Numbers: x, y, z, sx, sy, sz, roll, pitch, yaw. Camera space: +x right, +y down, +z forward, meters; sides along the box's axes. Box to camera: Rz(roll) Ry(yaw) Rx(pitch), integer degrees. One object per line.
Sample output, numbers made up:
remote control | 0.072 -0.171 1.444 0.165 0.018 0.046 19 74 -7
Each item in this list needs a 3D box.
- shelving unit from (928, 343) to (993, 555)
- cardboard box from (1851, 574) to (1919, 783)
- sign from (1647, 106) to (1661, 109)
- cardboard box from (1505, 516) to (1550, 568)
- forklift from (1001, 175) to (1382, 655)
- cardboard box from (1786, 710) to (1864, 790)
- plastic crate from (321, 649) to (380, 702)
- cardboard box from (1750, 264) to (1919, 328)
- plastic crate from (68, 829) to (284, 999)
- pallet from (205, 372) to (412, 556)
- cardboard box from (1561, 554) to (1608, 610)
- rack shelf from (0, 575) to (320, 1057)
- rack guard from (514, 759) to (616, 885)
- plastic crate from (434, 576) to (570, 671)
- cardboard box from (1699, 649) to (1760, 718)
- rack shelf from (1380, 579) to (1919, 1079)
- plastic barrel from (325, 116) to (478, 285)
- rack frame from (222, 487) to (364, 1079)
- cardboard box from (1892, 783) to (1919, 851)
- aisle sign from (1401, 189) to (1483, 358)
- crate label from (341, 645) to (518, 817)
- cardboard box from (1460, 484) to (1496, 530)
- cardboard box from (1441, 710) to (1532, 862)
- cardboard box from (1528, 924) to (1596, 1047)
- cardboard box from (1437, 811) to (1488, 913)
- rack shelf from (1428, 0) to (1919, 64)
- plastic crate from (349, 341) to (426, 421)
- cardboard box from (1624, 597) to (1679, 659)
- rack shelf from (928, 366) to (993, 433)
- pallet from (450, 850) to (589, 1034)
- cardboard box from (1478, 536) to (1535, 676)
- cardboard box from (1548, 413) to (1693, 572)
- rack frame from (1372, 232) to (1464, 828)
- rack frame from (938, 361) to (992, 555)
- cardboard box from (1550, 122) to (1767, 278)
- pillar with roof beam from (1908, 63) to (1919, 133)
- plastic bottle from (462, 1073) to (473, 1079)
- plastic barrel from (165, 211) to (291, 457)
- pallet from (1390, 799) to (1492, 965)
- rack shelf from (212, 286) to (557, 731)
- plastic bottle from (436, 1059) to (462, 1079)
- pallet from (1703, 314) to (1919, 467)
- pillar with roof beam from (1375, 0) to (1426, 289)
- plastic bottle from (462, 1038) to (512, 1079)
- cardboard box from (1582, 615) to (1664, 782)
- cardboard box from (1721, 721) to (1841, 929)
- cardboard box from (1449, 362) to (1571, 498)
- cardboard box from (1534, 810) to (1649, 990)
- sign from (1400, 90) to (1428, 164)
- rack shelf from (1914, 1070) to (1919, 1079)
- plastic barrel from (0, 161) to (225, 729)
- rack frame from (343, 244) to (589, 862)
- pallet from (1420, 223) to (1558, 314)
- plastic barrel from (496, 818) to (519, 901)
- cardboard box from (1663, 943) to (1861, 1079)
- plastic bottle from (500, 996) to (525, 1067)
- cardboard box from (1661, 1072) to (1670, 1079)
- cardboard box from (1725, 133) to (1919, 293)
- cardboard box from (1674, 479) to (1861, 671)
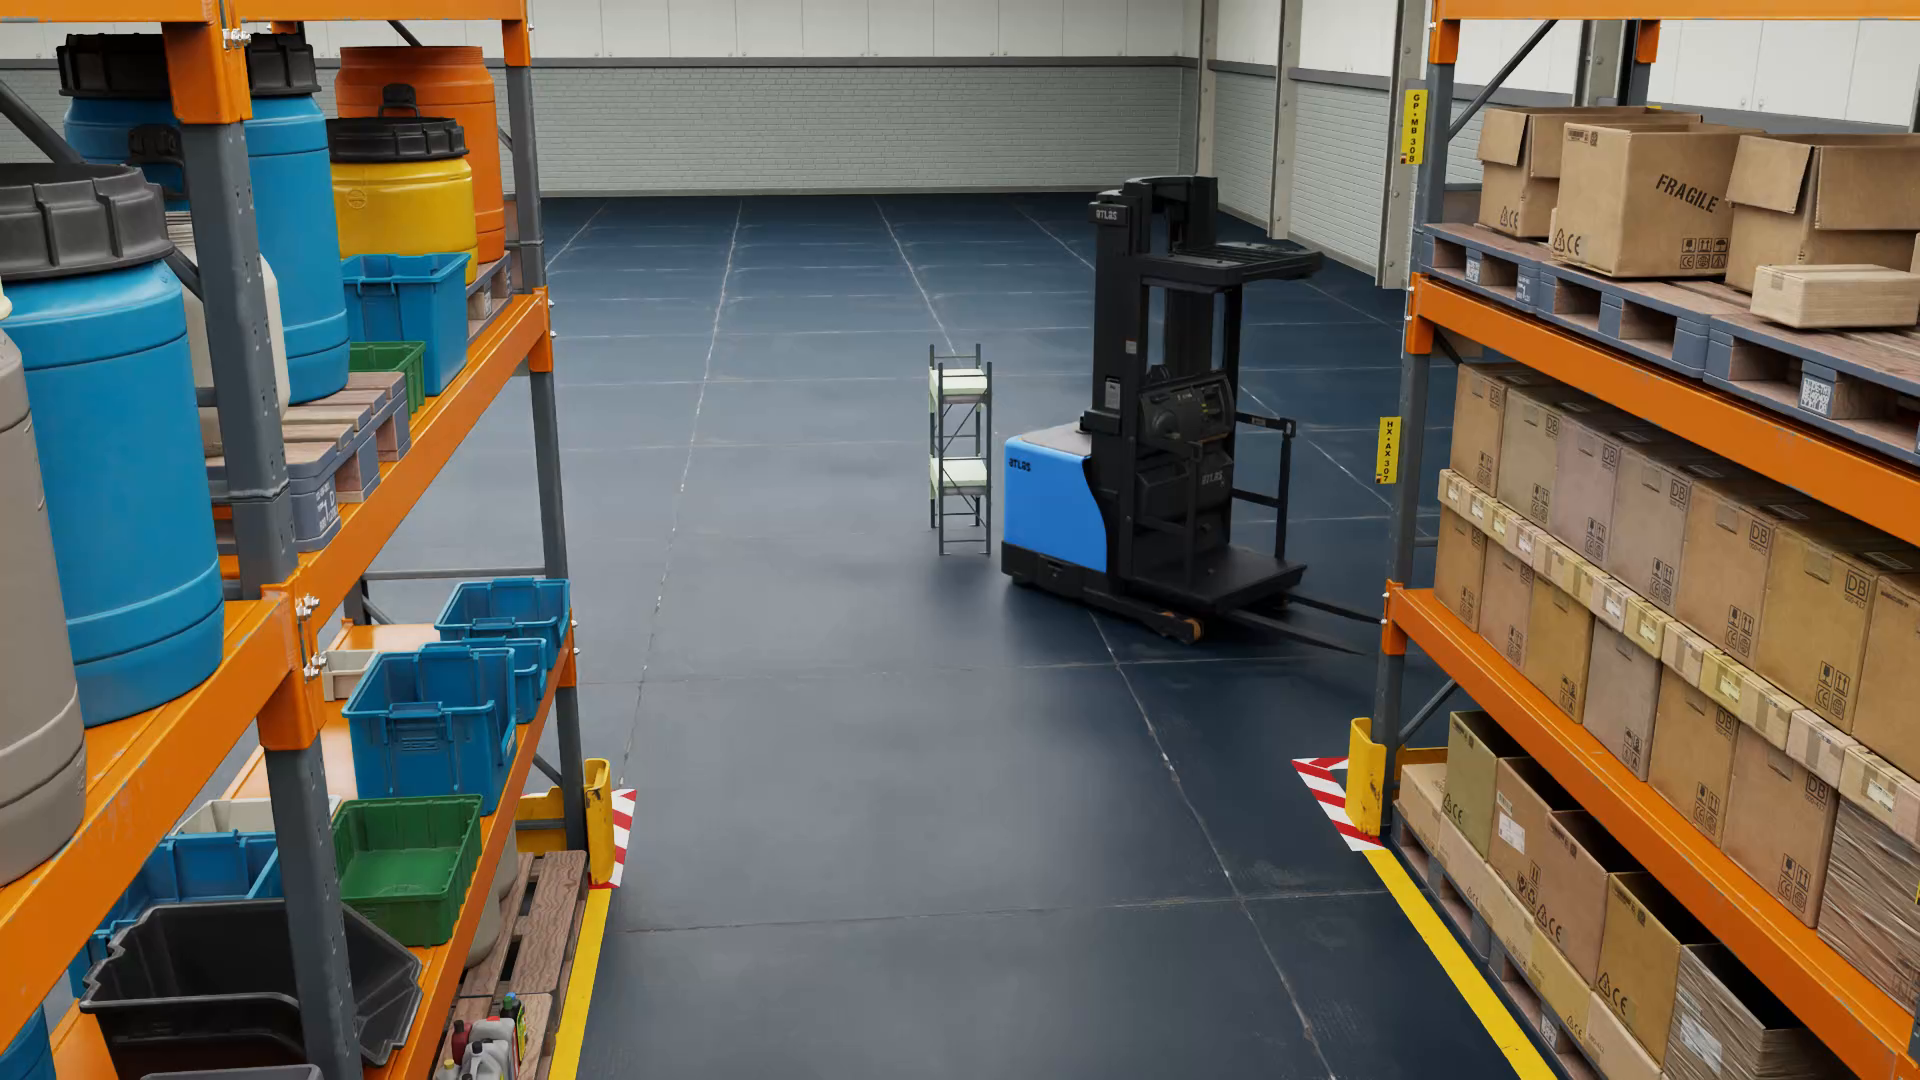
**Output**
shelving unit | -0.001 -0.718 12.959 0.431 1.500 0.755 -2 18 -6
cardboard box | 2.963 0.399 4.564 0.700 0.500 0.500 -2 18 -5
sign | 3.144 -1.822 7.619 0.100 0.325 0.005 -2 18 -6
cardboard box | 2.507 0.001 6.917 0.380 0.149 0.250 -2 18 -6
forklift | 1.680 -0.883 11.096 1.130 2.935 3.031 -16 23 -41
cardboard box | 2.721 0.615 4.961 0.380 0.149 0.250 -2 18 -7
plastic crate | -2.553 0.561 6.824 0.298 0.136 0.250 -2 18 -6
cardboard box | 2.619 -0.731 4.975 0.380 0.149 0.250 -2 18 -6
plastic crate | -2.297 1.100 4.915 0.499 0.251 0.616 -2 18 -6
pallet | -2.084 -0.203 4.123 1.213 0.211 1.003 -2 18 -6
cardboard box | 2.564 0.156 6.421 0.380 0.149 0.250 -2 18 -6
rack shelf | -1.706 0.858 1.630 1.077 0.370 4.000 -2 18 -6
rack guard | -2.270 1.372 7.972 1.175 0.500 0.348 -2 18 -6
plastic crate | -1.976 0.369 7.242 0.499 0.251 0.616 -2 18 -6
cardboard box | 2.671 0.463 5.444 0.380 0.149 0.250 -2 18 -6
rack shelf | 2.809 0.945 6.359 1.077 0.370 4.000 -2 18 -6
plastic barrel | -2.081 -1.227 6.055 0.600 0.588 0.600 0 17 0
rack frame | -1.912 1.350 3.869 1.000 3.000 0.127 -2 18 -6
cardboard box | 2.774 0.766 4.478 0.380 0.149 0.250 -2 18 -6
aisle sign | 2.291 -1.244 7.792 0.394 0.787 0.004 -2 18 -6
crate label | -1.866 0.681 5.940 0.502 0.435 0.616 -2 18 -6
cardboard box | 2.459 -0.149 7.393 0.380 0.149 0.250 -2 18 -7
cardboard box | 2.490 1.076 7.381 0.500 0.500 0.500 -2 18 -6
cardboard box | 2.590 1.731 6.544 0.500 0.250 0.500 -2 18 -6
cardboard box | 2.492 1.433 7.493 0.500 0.250 0.500 -2 18 -6
rack shelf | 2.809 -1.726 5.520 1.077 0.370 4.000 -2 18 -6
plastic crate | -1.804 -0.459 4.976 0.336 0.188 0.450 -2 18 -6
cardboard box | 2.614 0.309 5.935 0.380 0.149 0.250 -1 17 -4
rack shelf | -0.001 -1.090 12.842 0.431 0.370 0.720 -2 18 -6
pallet | -2.192 1.752 7.244 1.003 0.211 1.213 -2 18 -6
cardboard box | 2.697 0.254 7.192 0.700 0.500 0.500 -1 17 -4
cardboard box | 2.756 -0.198 6.468 0.700 0.500 0.500 -2 18 -5
rack frame | 2.602 0.006 8.149 1.000 3.000 0.127 -2 18 -6
rack frame | 0.037 -0.609 12.611 0.400 1.500 0.023 -2 18 -6
cardboard box | 2.502 -1.236 5.998 0.500 0.500 0.500 -2 18 -6
pillar with roof beam | 3.561 -4.483 12.433 9.100 9.000 0.400 -2 18 -6
plastic bottle | -1.646 1.968 5.590 0.144 0.351 0.185 -2 18 -6
plastic barrel | -1.761 -0.469 3.768 0.421 0.512 0.421 0 17 0
pallet | 2.723 1.563 7.845 1.003 0.211 1.213 -2 18 -6
rack shelf | -2.119 -0.334 5.426 1.077 0.370 4.000 -2 18 -6
plastic bottle | -1.808 1.944 5.915 0.097 0.201 0.097 0 17 0
pallet | 2.901 -0.444 4.724 1.003 0.211 1.213 -2 18 -6
pillar with roof beam | 2.323 -8.058 23.821 9.100 9.000 0.400 -2 18 -6
plastic bottle | -1.686 1.899 5.934 0.152 0.276 0.135 -2 18 -7
cardboard box | 2.800 0.559 6.221 0.700 0.500 0.500 -1 17 -4
cardboard box | 2.902 0.861 5.259 0.700 0.500 0.500 -2 18 -6
cardboard box | 2.643 -0.505 7.445 0.700 0.500 0.500 -2 18 -5
cardboard box | 2.589 1.374 6.431 0.500 0.500 0.500 -2 18 -6
sign | 2.050 -1.864 7.508 0.100 0.325 0.005 -2 18 -6
rack shelf | 3.221 2.137 2.563 1.077 0.370 4.000 -2 18 -6
plastic barrel | -1.644 -0.176 2.884 0.600 0.901 0.708 -2 18 -6
rack frame | -2.325 0.158 7.665 1.000 3.000 0.127 -2 18 -6
pallet | 2.650 -1.171 7.039 1.003 0.211 1.213 -2 18 -6
plastic barrel | -2.181 1.339 7.358 0.421 0.512 0.421 0 17 0
cardboard box | 2.710 1.671 5.484 0.500 0.500 0.500 -2 18 -6
plastic bottle | -1.669 1.812 6.197 0.061 0.283 0.133 -1 17 -4
cardboard box | 2.708 2.029 5.596 0.500 0.250 0.500 -2 18 -6
cardboard box | 2.971 -1.044 5.380 0.797 0.503 0.637 0 17 0
cardboard box | 2.859 0.100 5.519 0.700 0.500 0.500 -2 18 -6
